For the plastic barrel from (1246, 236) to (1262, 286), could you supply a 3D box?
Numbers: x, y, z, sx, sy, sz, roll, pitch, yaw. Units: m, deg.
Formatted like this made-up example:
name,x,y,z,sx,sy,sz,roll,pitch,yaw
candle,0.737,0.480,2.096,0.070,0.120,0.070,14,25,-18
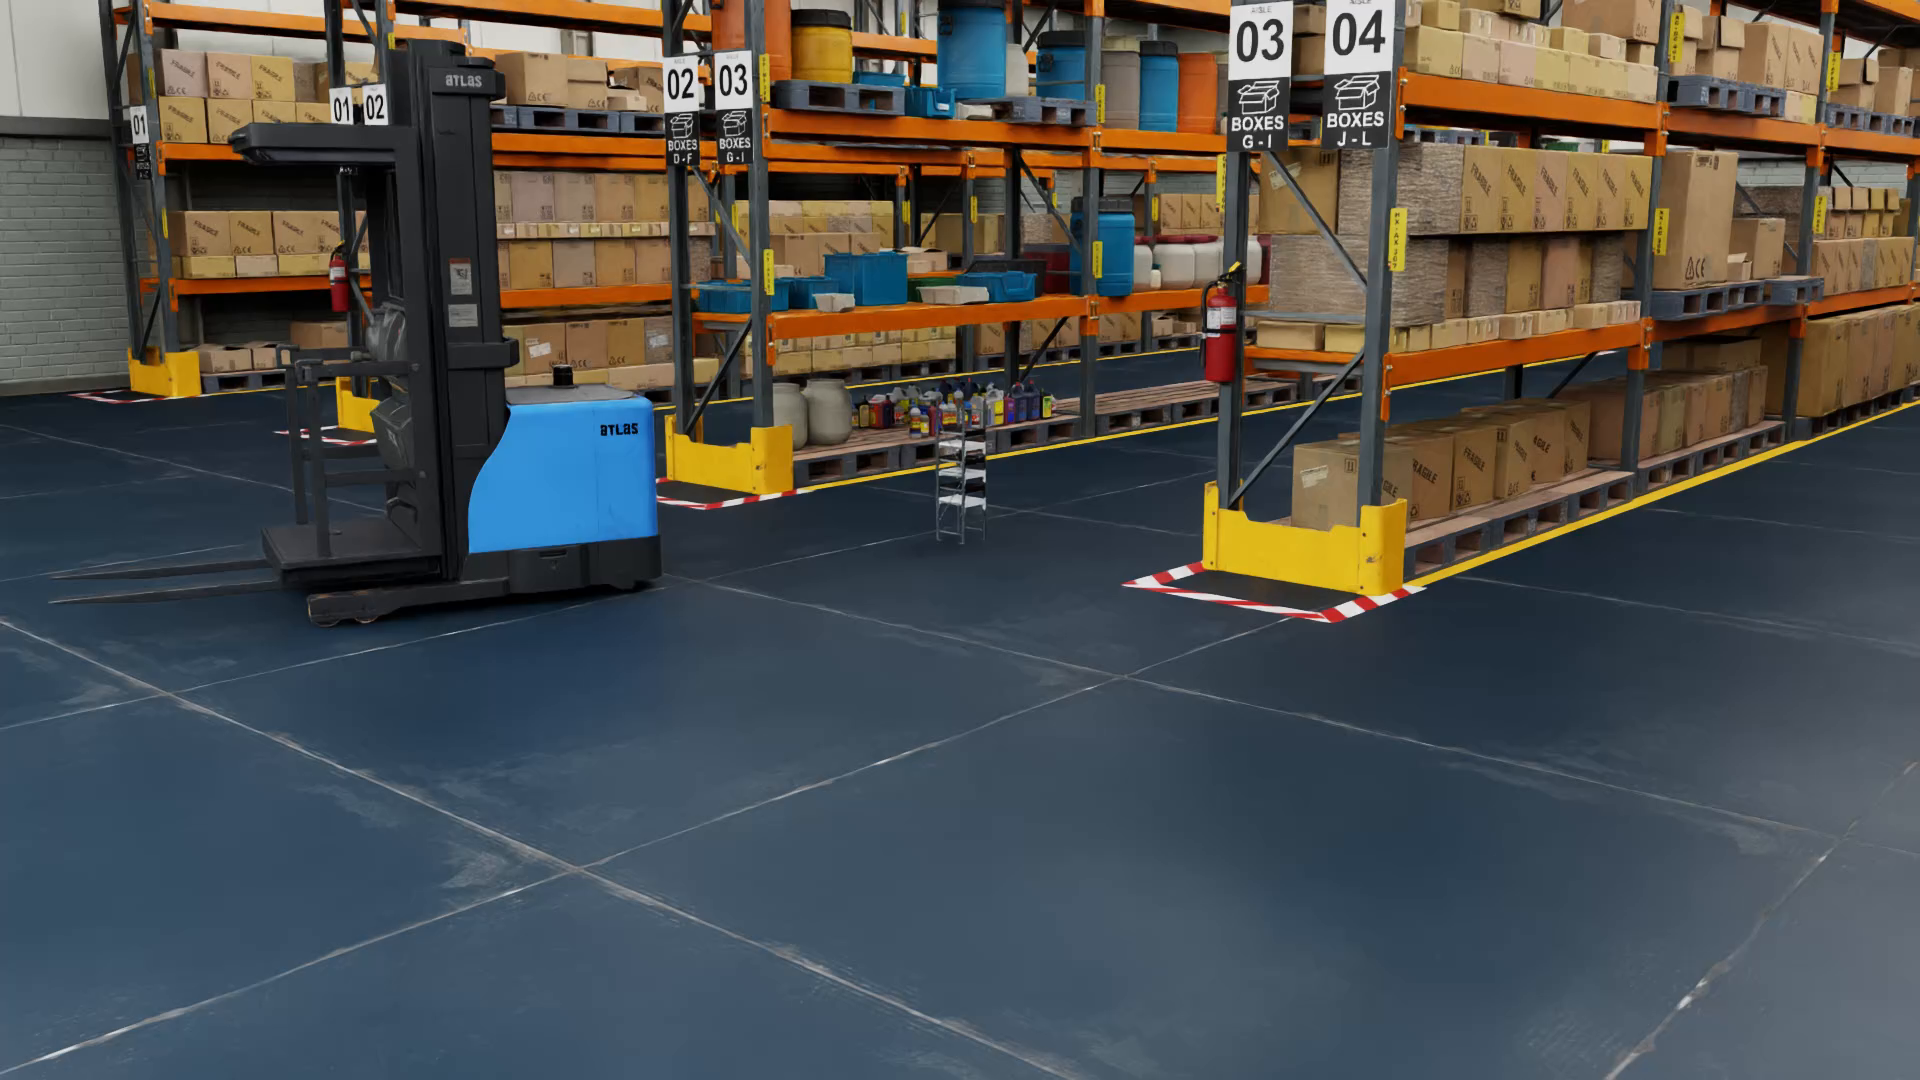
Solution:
name,x,y,z,sx,sy,sz,roll,pitch,yaw
plastic barrel,2.960,-2.939,17.483,0.421,0.512,0.421,0,11,0

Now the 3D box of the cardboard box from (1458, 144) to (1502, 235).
name,x,y,z,sx,sy,sz,roll,pitch,yaw
cardboard box,2.821,-2.049,9.746,0.500,0.500,0.500,10,15,40

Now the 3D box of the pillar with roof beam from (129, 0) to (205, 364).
name,x,y,z,sx,sy,sz,roll,pitch,yaw
pillar with roof beam,-6.198,-5.767,16.611,9.100,9.000,0.400,10,15,40

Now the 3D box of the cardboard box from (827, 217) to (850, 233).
name,x,y,z,sx,sy,sz,roll,pitch,yaw
cardboard box,-2.106,-4.888,26.459,0.500,0.500,0.500,10,15,40

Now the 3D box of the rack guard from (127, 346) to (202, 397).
name,x,y,z,sx,sy,sz,roll,pitch,yaw
rack guard,-9.194,-1.953,19.211,1.175,0.500,0.348,10,15,40

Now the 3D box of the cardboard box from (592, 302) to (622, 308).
name,x,y,z,sx,sy,sz,roll,pitch,yaw
cardboard box,-5.159,-3.437,23.606,0.500,0.250,0.500,10,15,40

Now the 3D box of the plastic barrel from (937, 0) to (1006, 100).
name,x,y,z,sx,sy,sz,roll,pitch,yaw
plastic barrel,0.101,-4.265,14.396,0.600,0.901,0.708,10,15,40

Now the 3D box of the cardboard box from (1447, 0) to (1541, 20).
name,x,y,z,sx,sy,sz,roll,pitch,yaw
cardboard box,3.101,-3.340,9.828,0.500,0.500,0.500,10,15,40

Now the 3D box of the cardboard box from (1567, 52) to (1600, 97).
name,x,y,z,sx,sy,sz,roll,pitch,yaw
cardboard box,3.769,-2.980,10.697,0.500,0.250,0.500,10,15,40

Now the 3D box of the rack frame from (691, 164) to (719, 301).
name,x,y,z,sx,sy,sz,roll,pitch,yaw
rack frame,-3.963,-4.344,24.803,1.000,3.000,0.127,10,15,40

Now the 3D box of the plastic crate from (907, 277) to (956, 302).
name,x,y,z,sx,sy,sz,roll,pitch,yaw
plastic crate,-0.270,-2.208,14.647,0.450,0.188,0.662,10,15,40

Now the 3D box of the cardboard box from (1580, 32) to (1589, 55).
name,x,y,z,sx,sy,sz,roll,pitch,yaw
cardboard box,3.827,-3.194,10.752,0.380,0.149,0.250,11,15,42

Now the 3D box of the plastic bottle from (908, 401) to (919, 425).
name,x,y,z,sx,sy,sz,roll,pitch,yaw
plastic bottle,-0.415,-1.126,14.713,0.097,0.201,0.097,0,11,0

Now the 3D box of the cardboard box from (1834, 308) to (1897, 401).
name,x,y,z,sx,sy,sz,roll,pitch,yaw
cardboard box,8.843,-1.947,17.154,1.225,0.875,0.875,9,14,38

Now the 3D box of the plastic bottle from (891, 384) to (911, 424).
name,x,y,z,sx,sy,sz,roll,pitch,yaw
plastic bottle,-0.534,-1.209,14.745,0.144,0.351,0.185,11,15,43

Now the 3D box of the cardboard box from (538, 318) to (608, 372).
name,x,y,z,sx,sy,sz,roll,pitch,yaw
cardboard box,-4.007,-2.023,17.215,0.500,0.500,0.500,10,15,40

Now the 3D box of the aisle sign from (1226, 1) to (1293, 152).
name,x,y,z,sx,sy,sz,roll,pitch,yaw
aisle sign,1.652,-2.550,9.185,0.394,0.787,0.004,10,15,40

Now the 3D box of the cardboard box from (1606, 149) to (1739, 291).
name,x,y,z,sx,sy,sz,roll,pitch,yaw
cardboard box,5.188,-2.433,12.632,1.000,1.000,1.000,10,15,41

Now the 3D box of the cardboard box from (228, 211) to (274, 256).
name,x,y,z,sx,sy,sz,roll,pitch,yaw
cardboard box,-8.370,-3.574,19.364,0.500,0.500,0.500,10,15,41

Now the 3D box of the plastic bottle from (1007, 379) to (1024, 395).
name,x,y,z,sx,sy,sz,roll,pitch,yaw
plastic bottle,0.521,-1.278,15.092,0.144,0.351,0.185,10,15,40

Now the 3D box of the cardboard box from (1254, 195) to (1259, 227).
name,x,y,z,sx,sy,sz,roll,pitch,yaw
cardboard box,4.621,-5.245,26.506,0.500,0.500,0.500,10,15,42

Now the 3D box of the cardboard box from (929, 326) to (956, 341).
name,x,y,z,sx,sy,sz,roll,pitch,yaw
cardboard box,-0.401,-2.728,21.227,0.500,0.311,0.500,10,15,42

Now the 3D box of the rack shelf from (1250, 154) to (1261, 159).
name,x,y,z,sx,sy,sz,roll,pitch,yaw
rack shelf,4.799,-4.476,19.640,1.077,0.370,4.000,10,15,40

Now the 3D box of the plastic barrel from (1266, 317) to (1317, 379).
name,x,y,z,sx,sy,sz,roll,pitch,yaw
plastic barrel,3.789,-2.279,18.933,0.600,0.830,0.708,10,15,40

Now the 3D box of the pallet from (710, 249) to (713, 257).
name,x,y,z,sx,sy,sz,roll,pitch,yaw
pallet,-4.354,-4.132,24.228,1.213,0.211,1.003,10,15,40

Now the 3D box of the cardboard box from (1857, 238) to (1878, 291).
name,x,y,z,sx,sy,sz,roll,pitch,yaw
cardboard box,8.730,-2.734,16.484,0.500,0.500,0.500,10,15,41

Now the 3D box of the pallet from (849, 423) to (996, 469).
name,x,y,z,sx,sy,sz,roll,pitch,yaw
pallet,-0.442,-0.834,14.346,1.003,0.211,1.213,10,15,40

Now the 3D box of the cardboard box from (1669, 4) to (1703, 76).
name,x,y,z,sx,sy,sz,roll,pitch,yaw
cardboard box,4.943,-3.618,12.174,0.797,0.503,0.637,9,14,38

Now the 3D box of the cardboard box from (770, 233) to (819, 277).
name,x,y,z,sx,sy,sz,roll,pitch,yaw
cardboard box,-2.013,-3.353,19.586,0.500,0.500,0.500,-11,16,-43

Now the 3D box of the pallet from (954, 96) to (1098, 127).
name,x,y,z,sx,sy,sz,roll,pitch,yaw
pallet,0.435,-3.734,14.573,1.213,0.211,1.003,10,15,40

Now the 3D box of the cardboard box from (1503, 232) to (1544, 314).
name,x,y,z,sx,sy,sz,roll,pitch,yaw
cardboard box,3.243,-1.747,10.786,0.875,0.500,0.500,10,15,40

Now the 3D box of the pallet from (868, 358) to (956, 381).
name,x,y,z,sx,sy,sz,roll,pitch,yaw
pallet,-0.812,-2.221,21.291,1.003,0.211,1.213,10,15,40

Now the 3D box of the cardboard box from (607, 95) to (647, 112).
name,x,y,z,sx,sy,sz,roll,pitch,yaw
cardboard box,-3.471,-4.525,17.263,0.380,0.149,0.250,10,15,40

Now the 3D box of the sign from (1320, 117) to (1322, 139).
name,x,y,z,sx,sy,sz,roll,pitch,yaw
sign,3.896,-4.413,17.756,0.100,0.325,0.005,10,15,40

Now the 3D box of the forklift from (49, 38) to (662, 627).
name,x,y,z,sx,sy,sz,roll,pitch,yaw
forklift,-3.223,-1.110,8.785,3.031,2.935,1.130,-6,13,-27

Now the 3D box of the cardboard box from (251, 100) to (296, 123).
name,x,y,z,sx,sy,sz,roll,pitch,yaw
cardboard box,-8.115,-4.865,19.447,0.500,0.500,0.500,11,16,43

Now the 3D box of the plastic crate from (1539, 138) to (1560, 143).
name,x,y,z,sx,sy,sz,roll,pitch,yaw
plastic crate,8.296,-5.627,23.899,0.497,0.269,0.590,10,15,40

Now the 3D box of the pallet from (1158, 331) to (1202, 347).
name,x,y,z,sx,sy,sz,roll,pitch,yaw
pallet,3.660,-3.206,26.227,1.003,0.211,1.213,10,15,40

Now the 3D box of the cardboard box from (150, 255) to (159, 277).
name,x,y,z,sx,sy,sz,roll,pitch,yaw
cardboard box,-9.081,-3.197,19.393,0.500,0.250,0.500,10,15,41

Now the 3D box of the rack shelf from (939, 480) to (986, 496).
name,x,y,z,sx,sy,sz,roll,pitch,yaw
rack shelf,0.005,-0.322,10.653,0.258,0.077,0.200,10,15,40

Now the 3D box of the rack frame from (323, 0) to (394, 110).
name,x,y,z,sx,sy,sz,roll,pitch,yaw
rack frame,-5.521,-5.469,15.119,1.000,3.000,0.127,10,15,40

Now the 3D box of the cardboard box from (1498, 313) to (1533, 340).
name,x,y,z,sx,sy,sz,roll,pitch,yaw
cardboard box,3.348,-1.342,10.413,0.380,0.149,0.250,10,15,40

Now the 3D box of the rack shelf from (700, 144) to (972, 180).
name,x,y,z,sx,sy,sz,roll,pitch,yaw
rack shelf,-1.560,-4.528,19.903,1.077,0.370,4.000,10,15,40

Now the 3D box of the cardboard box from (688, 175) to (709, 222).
name,x,y,z,sx,sy,sz,roll,pitch,yaw
cardboard box,-3.168,-3.735,18.185,0.700,0.500,0.500,10,15,41

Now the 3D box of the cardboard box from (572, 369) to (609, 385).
name,x,y,z,sx,sy,sz,roll,pitch,yaw
cardboard box,-4.008,-1.655,17.289,0.500,0.250,0.500,10,15,40

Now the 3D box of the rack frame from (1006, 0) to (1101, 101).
name,x,y,z,sx,sy,sz,roll,pitch,yaw
rack frame,0.838,-5.417,14.856,1.000,3.000,0.127,10,15,40

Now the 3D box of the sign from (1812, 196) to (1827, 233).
name,x,y,z,sx,sy,sz,roll,pitch,yaw
sign,7.613,-2.883,14.734,0.100,0.325,0.005,10,15,40

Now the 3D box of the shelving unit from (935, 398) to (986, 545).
name,x,y,z,sx,sy,sz,roll,pitch,yaw
shelving unit,0.005,-0.442,10.629,0.258,0.900,0.210,10,15,40

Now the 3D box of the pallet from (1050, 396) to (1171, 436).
name,x,y,z,sx,sy,sz,roll,pitch,yaw
pallet,1.327,-1.228,16.320,1.003,0.211,1.213,10,15,40

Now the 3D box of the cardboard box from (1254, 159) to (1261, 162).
name,x,y,z,sx,sy,sz,roll,pitch,yaw
cardboard box,4.562,-6.097,26.303,0.500,0.250,0.500,10,15,40

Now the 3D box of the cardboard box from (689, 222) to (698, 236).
name,x,y,z,sx,sy,sz,roll,pitch,yaw
cardboard box,-3.063,-3.379,18.060,0.380,0.149,0.250,9,15,39

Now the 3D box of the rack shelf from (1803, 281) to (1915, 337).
name,x,y,z,sx,sy,sz,roll,pitch,yaw
rack shelf,8.519,-2.364,16.728,1.077,0.370,4.000,10,15,40

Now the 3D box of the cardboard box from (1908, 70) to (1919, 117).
name,x,y,z,sx,sy,sz,roll,pitch,yaw
cardboard box,10.311,-4.909,18.391,0.700,0.500,0.500,9,14,37

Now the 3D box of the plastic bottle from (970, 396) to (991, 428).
name,x,y,z,sx,sy,sz,roll,pitch,yaw
plastic bottle,0.179,-1.124,14.510,0.152,0.276,0.135,10,15,41

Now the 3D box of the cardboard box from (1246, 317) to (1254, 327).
name,x,y,z,sx,sy,sz,roll,pitch,yaw
cardboard box,4.532,-3.548,26.926,0.380,0.166,0.250,10,15,40

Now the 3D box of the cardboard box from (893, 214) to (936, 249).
name,x,y,z,sx,sy,sz,roll,pitch,yaw
cardboard box,-0.953,-5.158,28.109,0.980,0.700,0.700,10,15,41

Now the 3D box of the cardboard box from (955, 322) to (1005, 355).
name,x,y,z,sx,sy,sz,roll,pitch,yaw
cardboard box,0.275,-2.724,21.951,0.500,0.500,0.500,11,15,43
